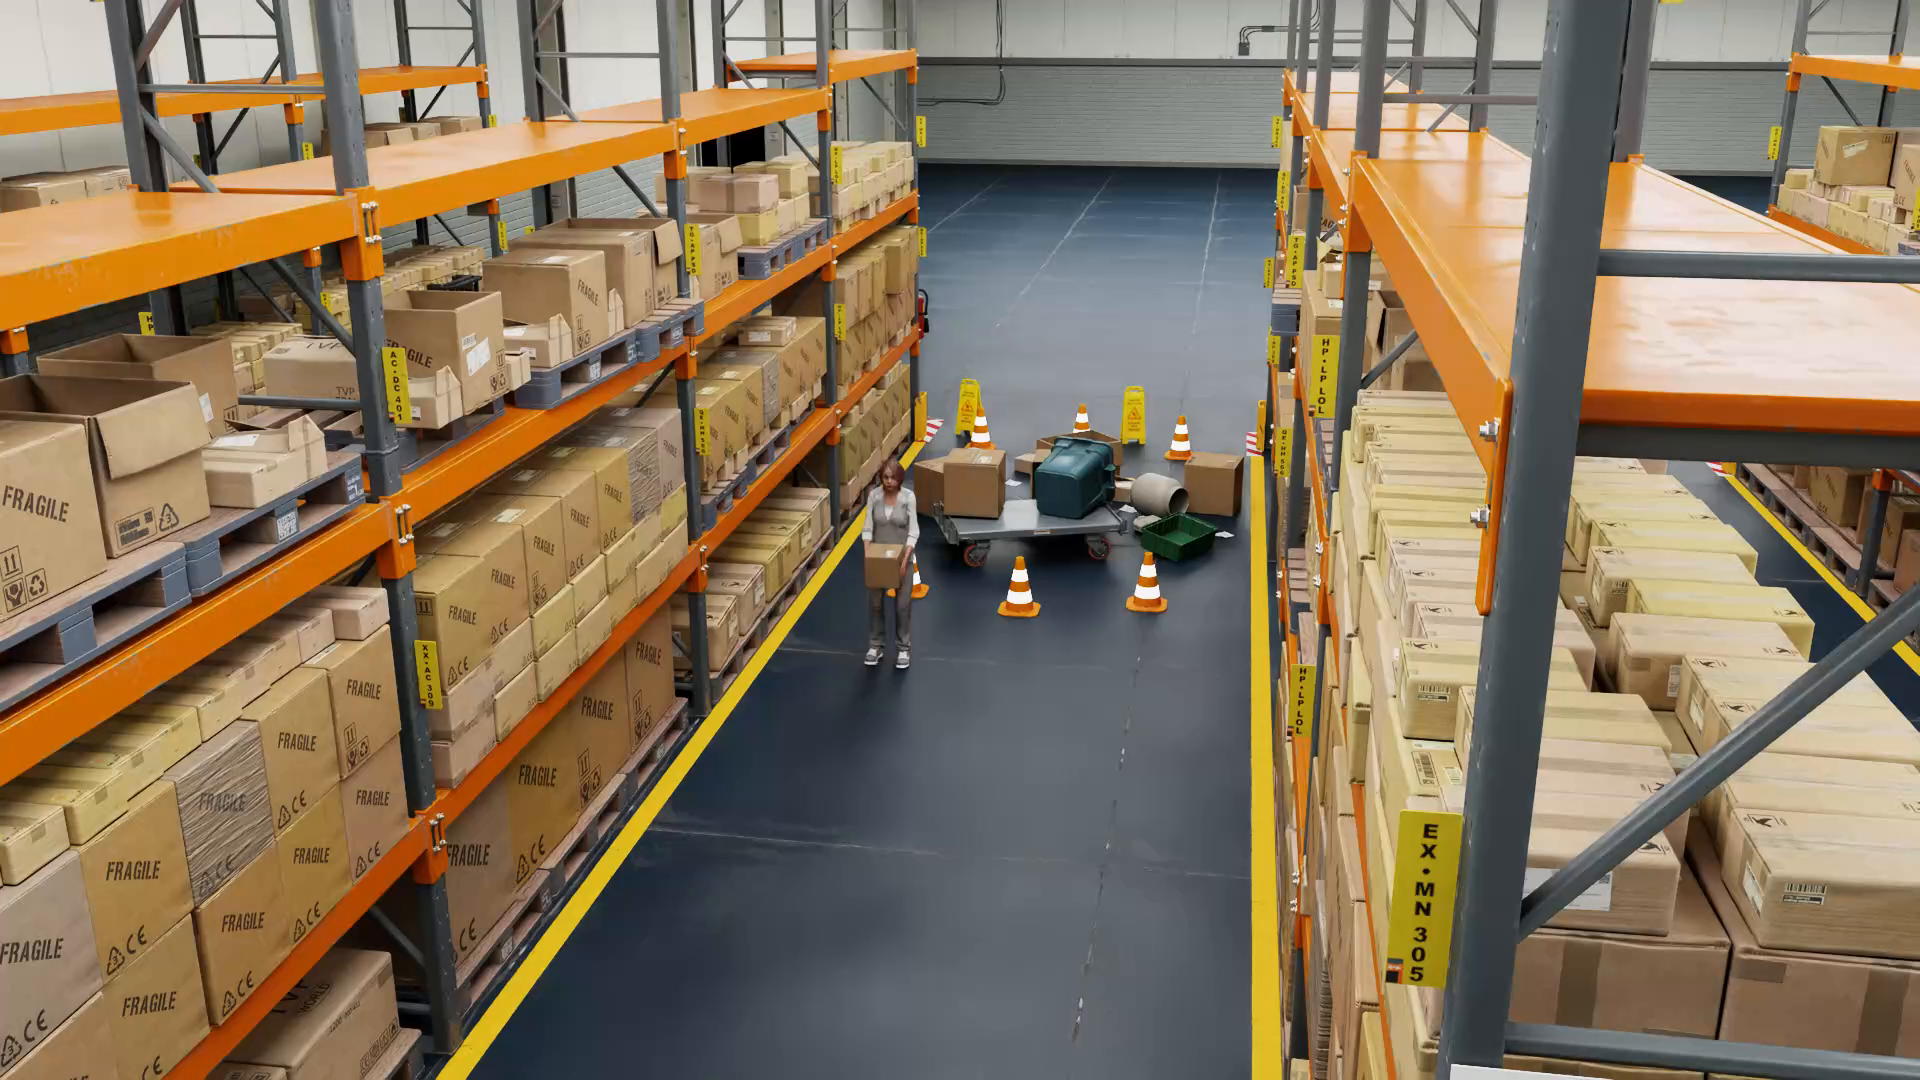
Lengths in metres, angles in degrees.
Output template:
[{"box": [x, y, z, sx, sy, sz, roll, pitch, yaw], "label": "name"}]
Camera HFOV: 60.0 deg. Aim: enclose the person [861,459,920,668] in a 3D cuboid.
[{"box": [-0.525, 0.180, 12.508, 0.443, 1.603, 0.436, 3, 18, 8], "label": "person"}]
